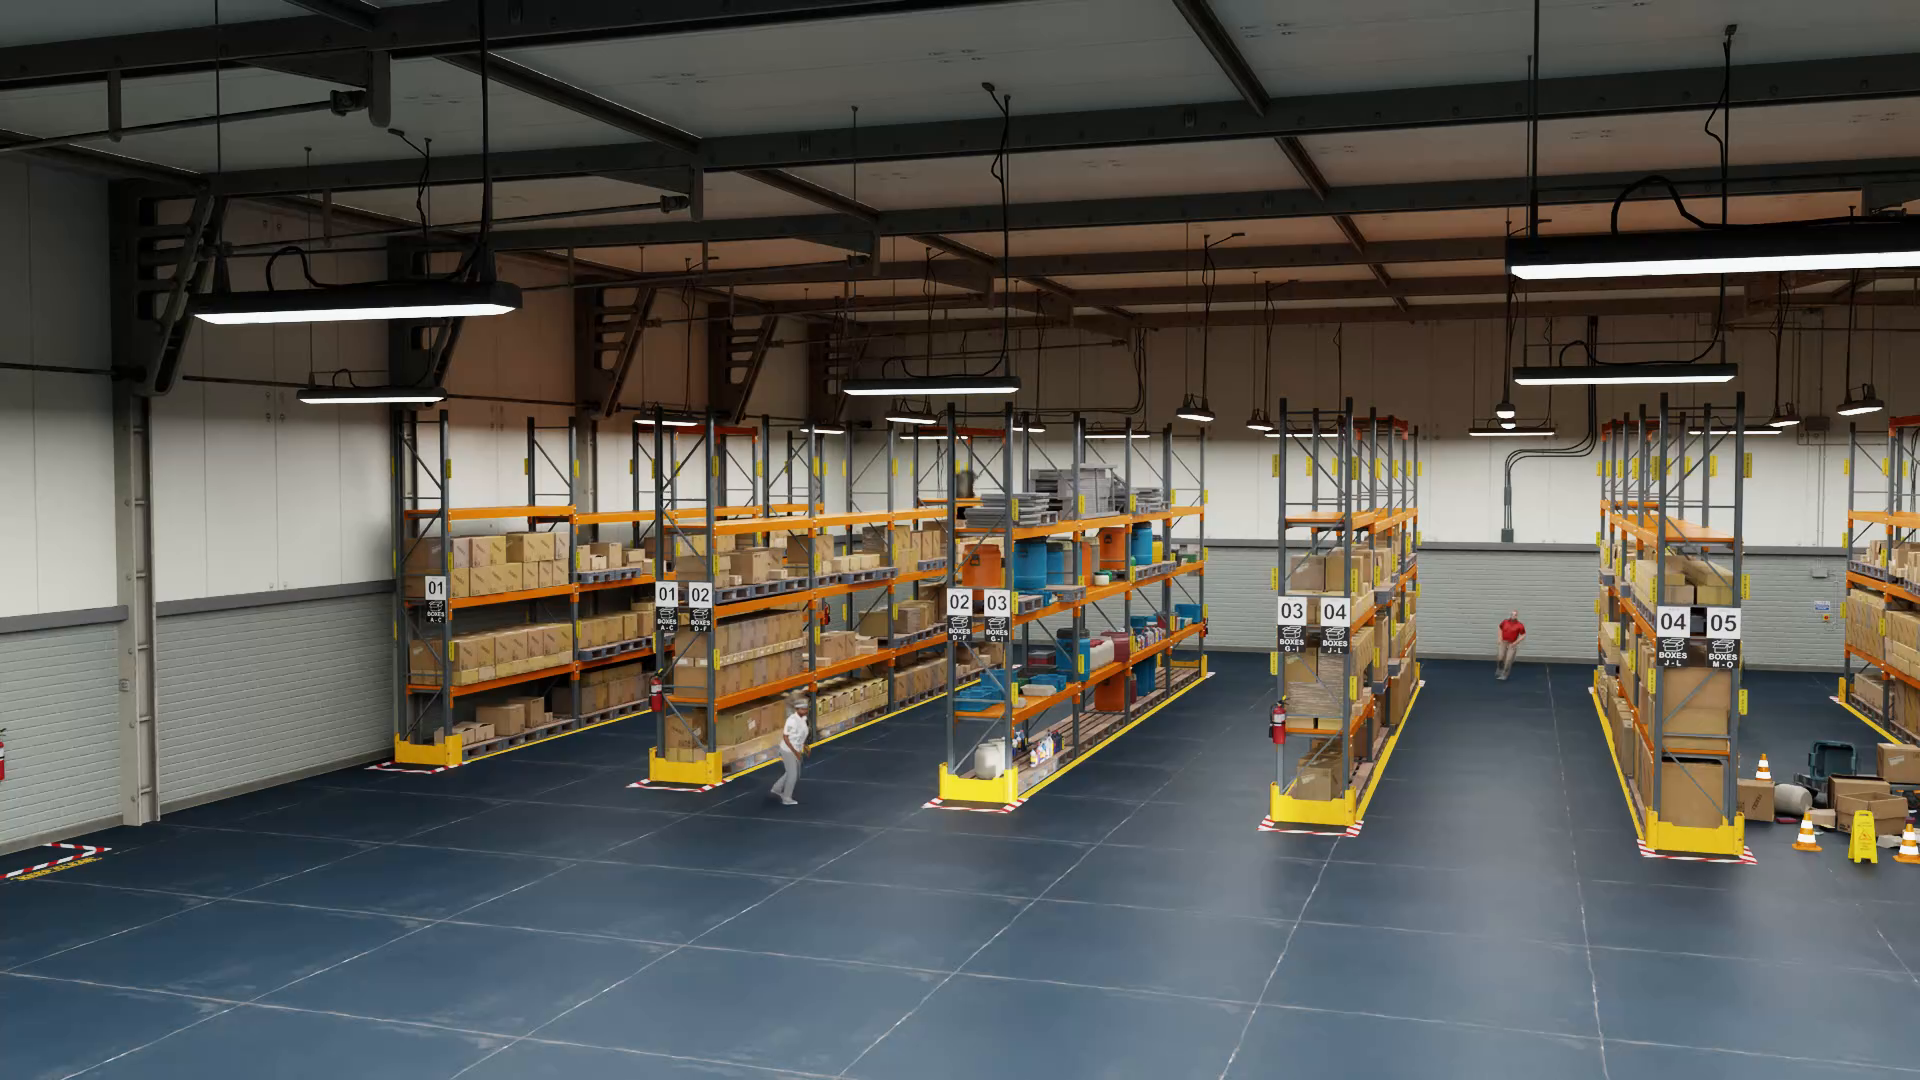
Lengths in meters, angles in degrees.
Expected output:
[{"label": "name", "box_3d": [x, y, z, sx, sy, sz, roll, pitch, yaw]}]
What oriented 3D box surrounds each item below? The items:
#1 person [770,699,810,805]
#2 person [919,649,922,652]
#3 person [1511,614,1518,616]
[{"label": "person", "box_3d": [-2.539, 3.134, 24.780, 0.736, 1.605, 0.580, 1, 3, 24]}, {"label": "person", "box_3d": [-1.255, 2.294, 44.110, 0.918, 1.368, 0.405, 2, 3, 42]}, {"label": "person", "box_3d": [13.041, 1.762, 39.154, 0.161, 0.061, 0.160, 1, 3, 29]}]
